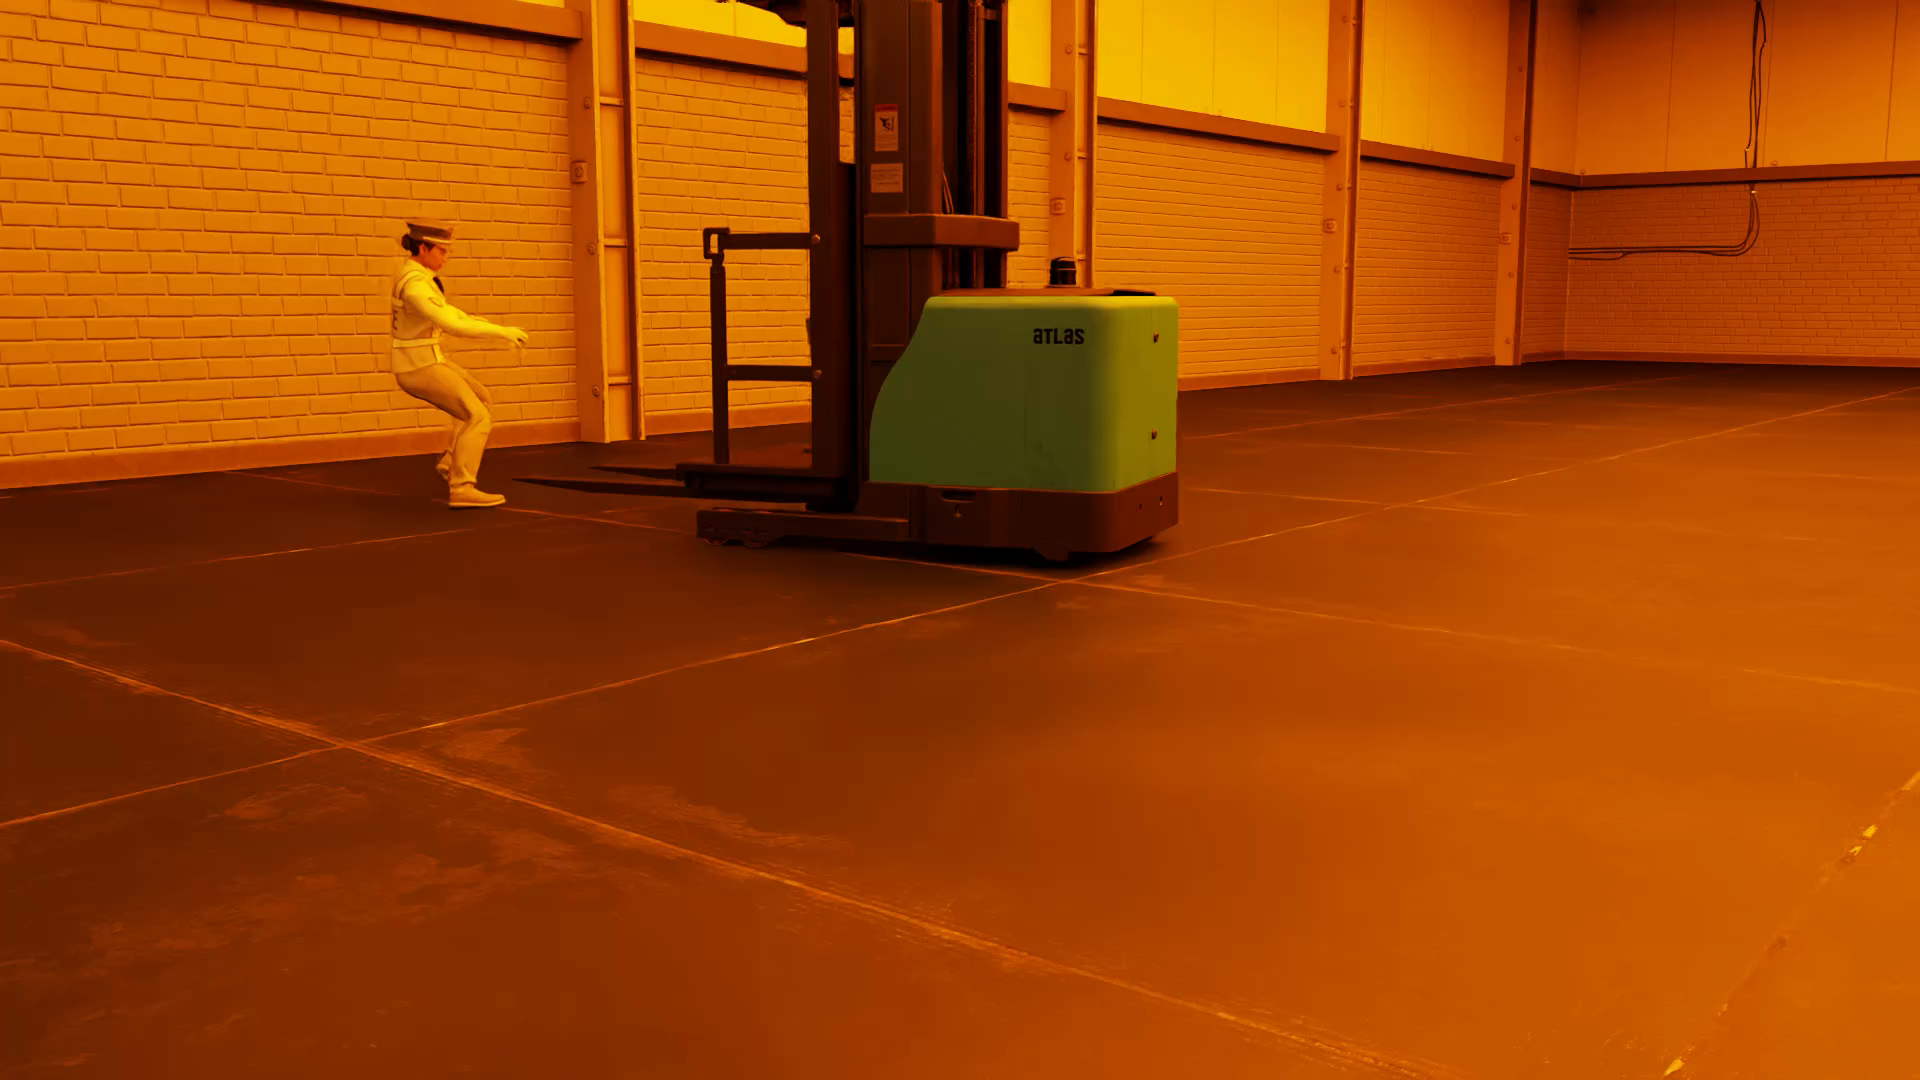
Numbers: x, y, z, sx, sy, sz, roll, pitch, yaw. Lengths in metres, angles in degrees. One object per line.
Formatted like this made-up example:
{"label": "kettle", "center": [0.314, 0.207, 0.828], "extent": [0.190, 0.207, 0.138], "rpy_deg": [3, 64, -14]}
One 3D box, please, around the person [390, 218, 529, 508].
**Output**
{"label": "person", "center": [-2.646, -0.945, 8.776], "extent": [0.696, 1.468, 0.894], "rpy_deg": [-3, 9, -18]}

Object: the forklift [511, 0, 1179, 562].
{"label": "forklift", "center": [-0.596, -1.479, 7.386], "extent": [3.031, 2.935, 1.130], "rpy_deg": [4, 9, 23]}
